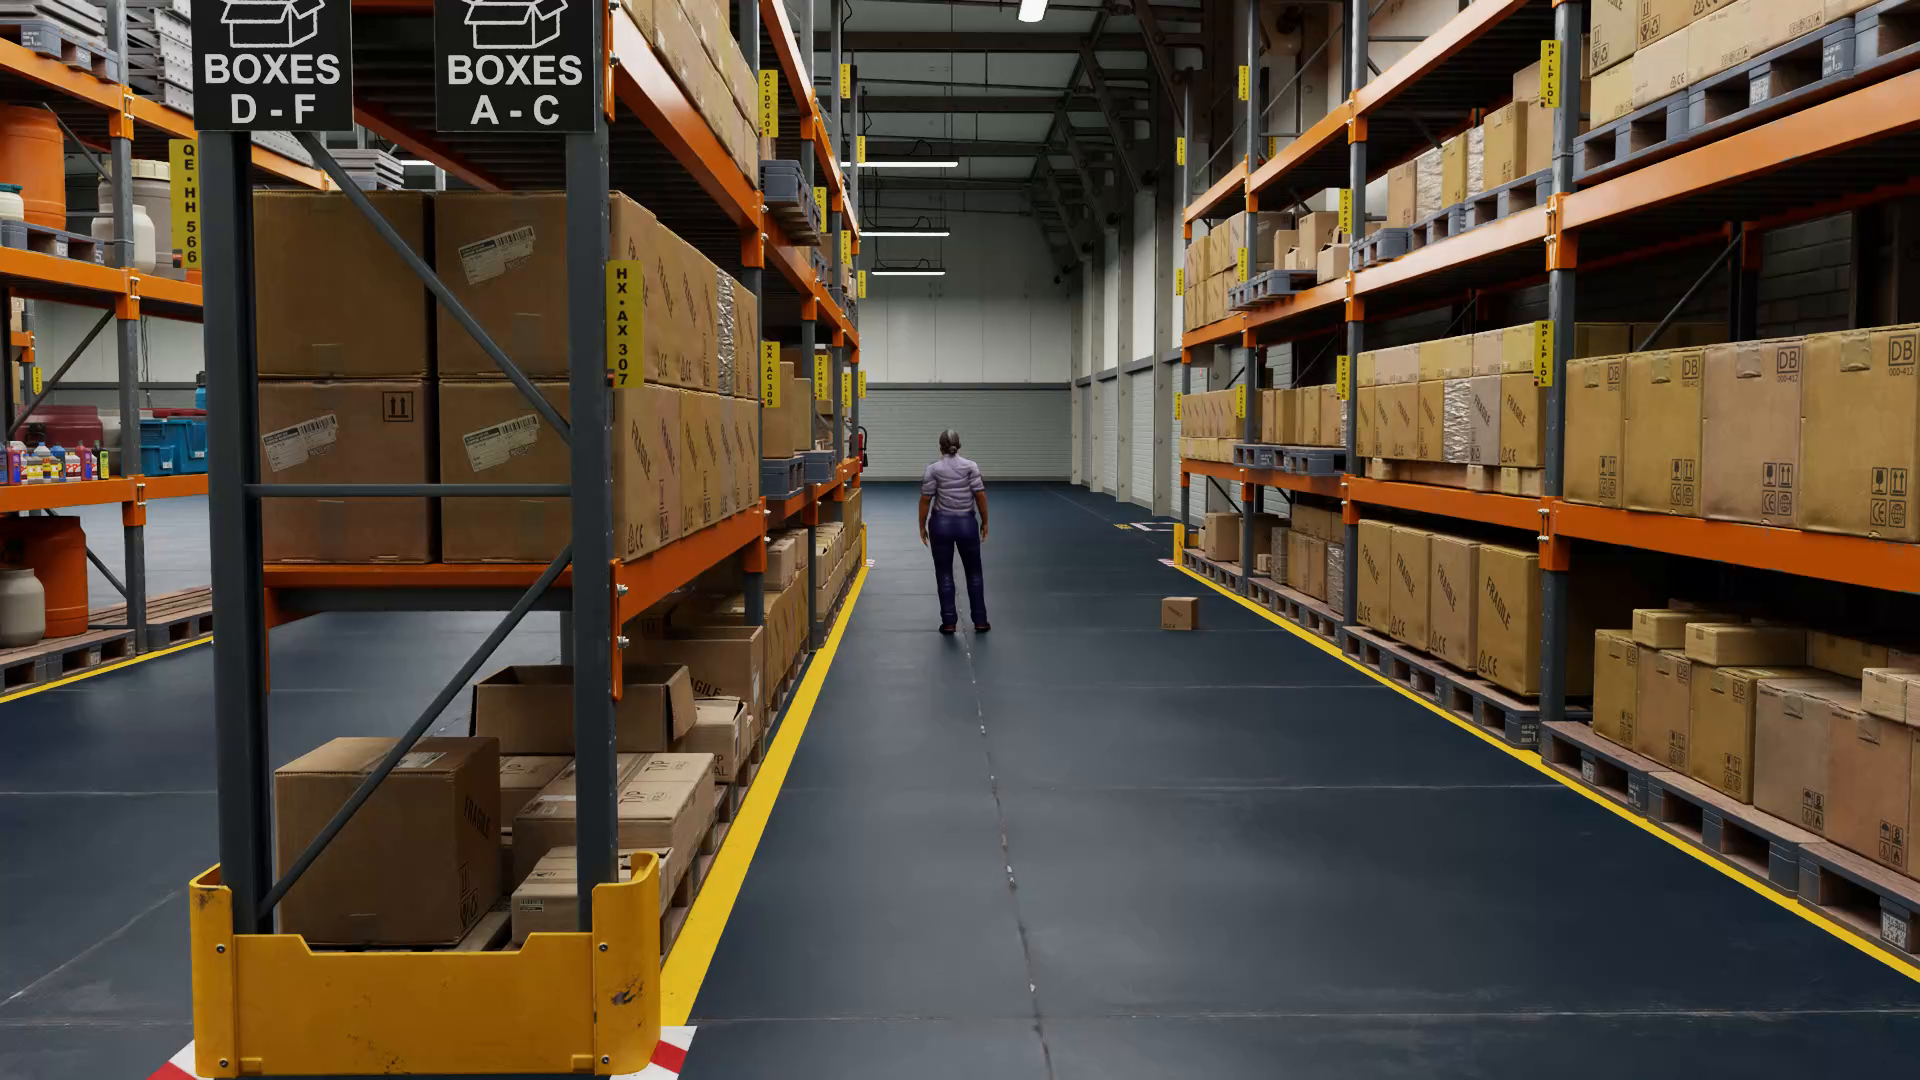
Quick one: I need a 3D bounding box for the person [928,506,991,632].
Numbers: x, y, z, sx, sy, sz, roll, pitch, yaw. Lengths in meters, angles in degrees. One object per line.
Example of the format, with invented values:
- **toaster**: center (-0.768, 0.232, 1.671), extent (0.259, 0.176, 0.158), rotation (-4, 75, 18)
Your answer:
- **person**: center (0.000, 0.235, 13.594), extent (0.525, 1.028, 0.500), rotation (0, 4, -2)
